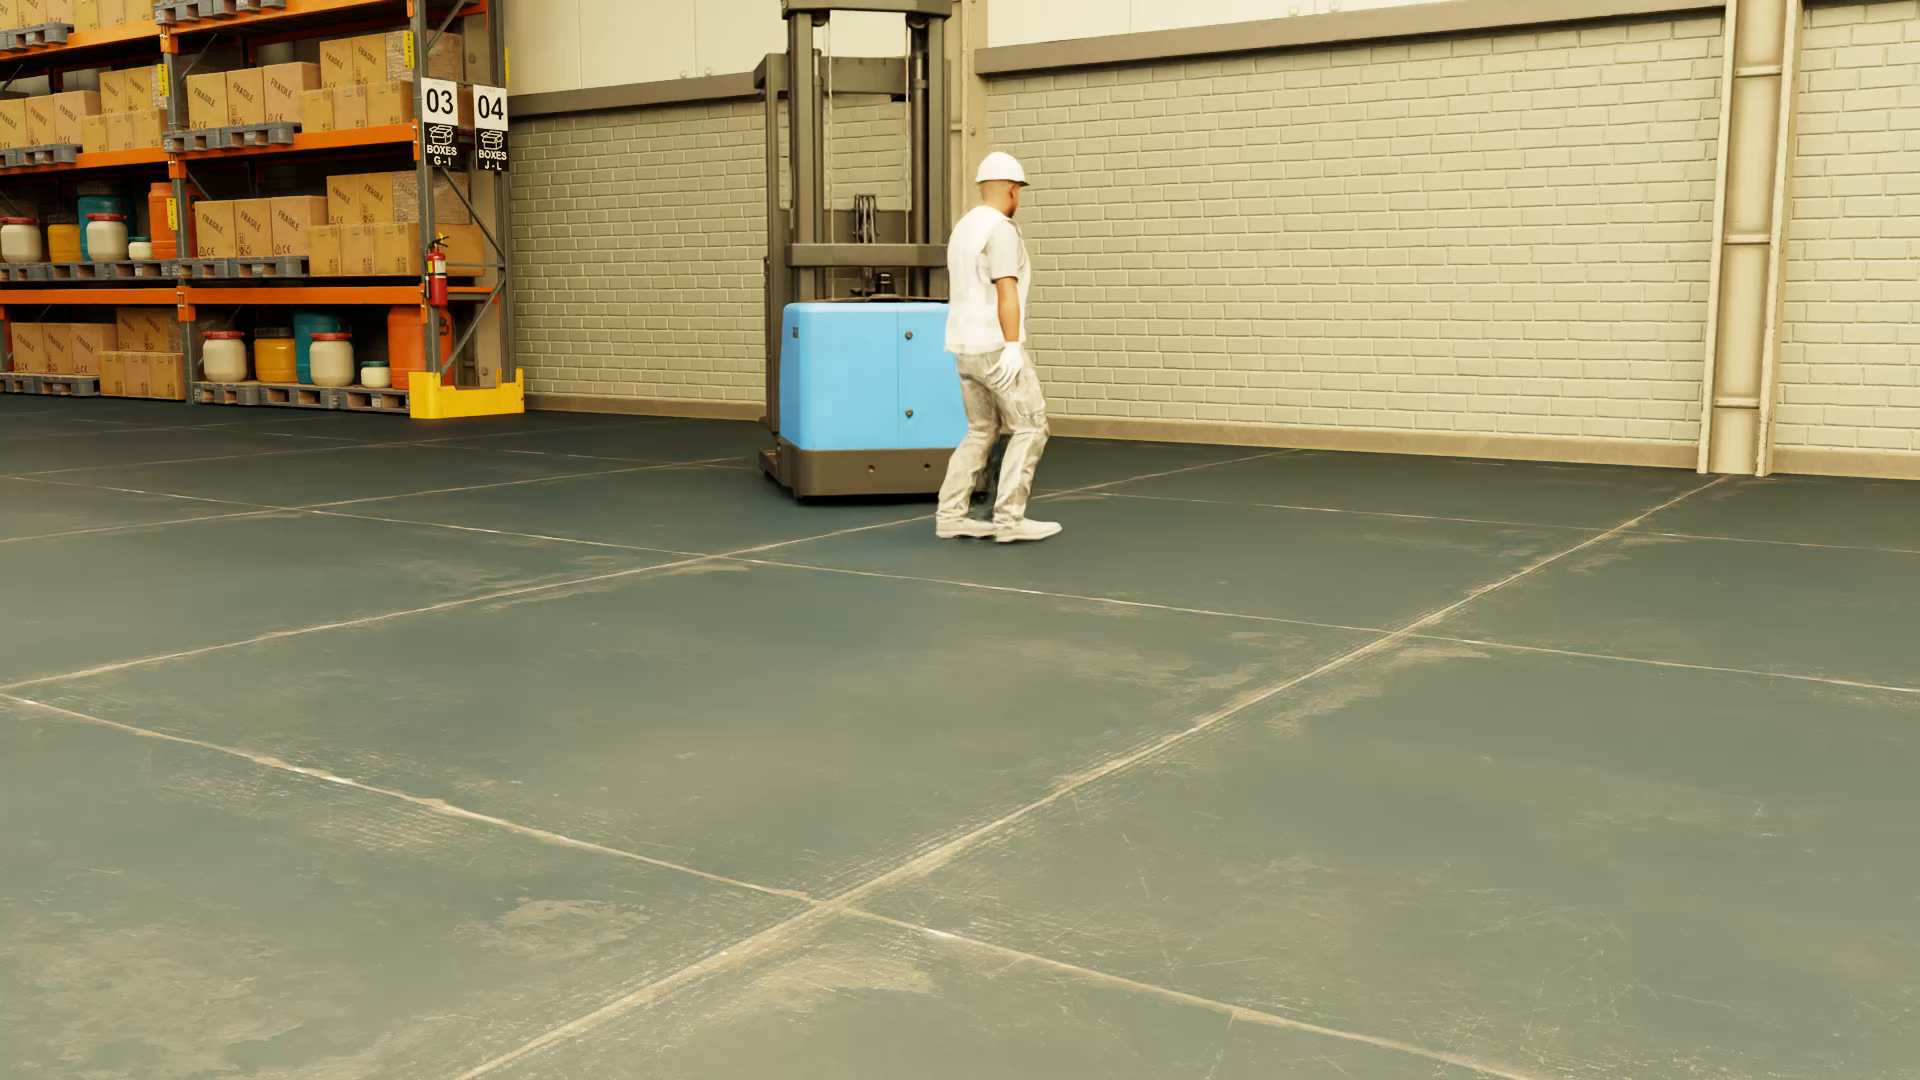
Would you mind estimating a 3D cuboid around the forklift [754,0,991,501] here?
[{"bbox_3d":[-0.649,-1.833,10.086,1.130,2.935,3.031,-2,8,-12],"label":"forklift"}]

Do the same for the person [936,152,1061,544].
[{"bbox_3d":[0.176,-0.866,7.541,0.514,1.752,0.698,-3,9,-22],"label":"person"}]
